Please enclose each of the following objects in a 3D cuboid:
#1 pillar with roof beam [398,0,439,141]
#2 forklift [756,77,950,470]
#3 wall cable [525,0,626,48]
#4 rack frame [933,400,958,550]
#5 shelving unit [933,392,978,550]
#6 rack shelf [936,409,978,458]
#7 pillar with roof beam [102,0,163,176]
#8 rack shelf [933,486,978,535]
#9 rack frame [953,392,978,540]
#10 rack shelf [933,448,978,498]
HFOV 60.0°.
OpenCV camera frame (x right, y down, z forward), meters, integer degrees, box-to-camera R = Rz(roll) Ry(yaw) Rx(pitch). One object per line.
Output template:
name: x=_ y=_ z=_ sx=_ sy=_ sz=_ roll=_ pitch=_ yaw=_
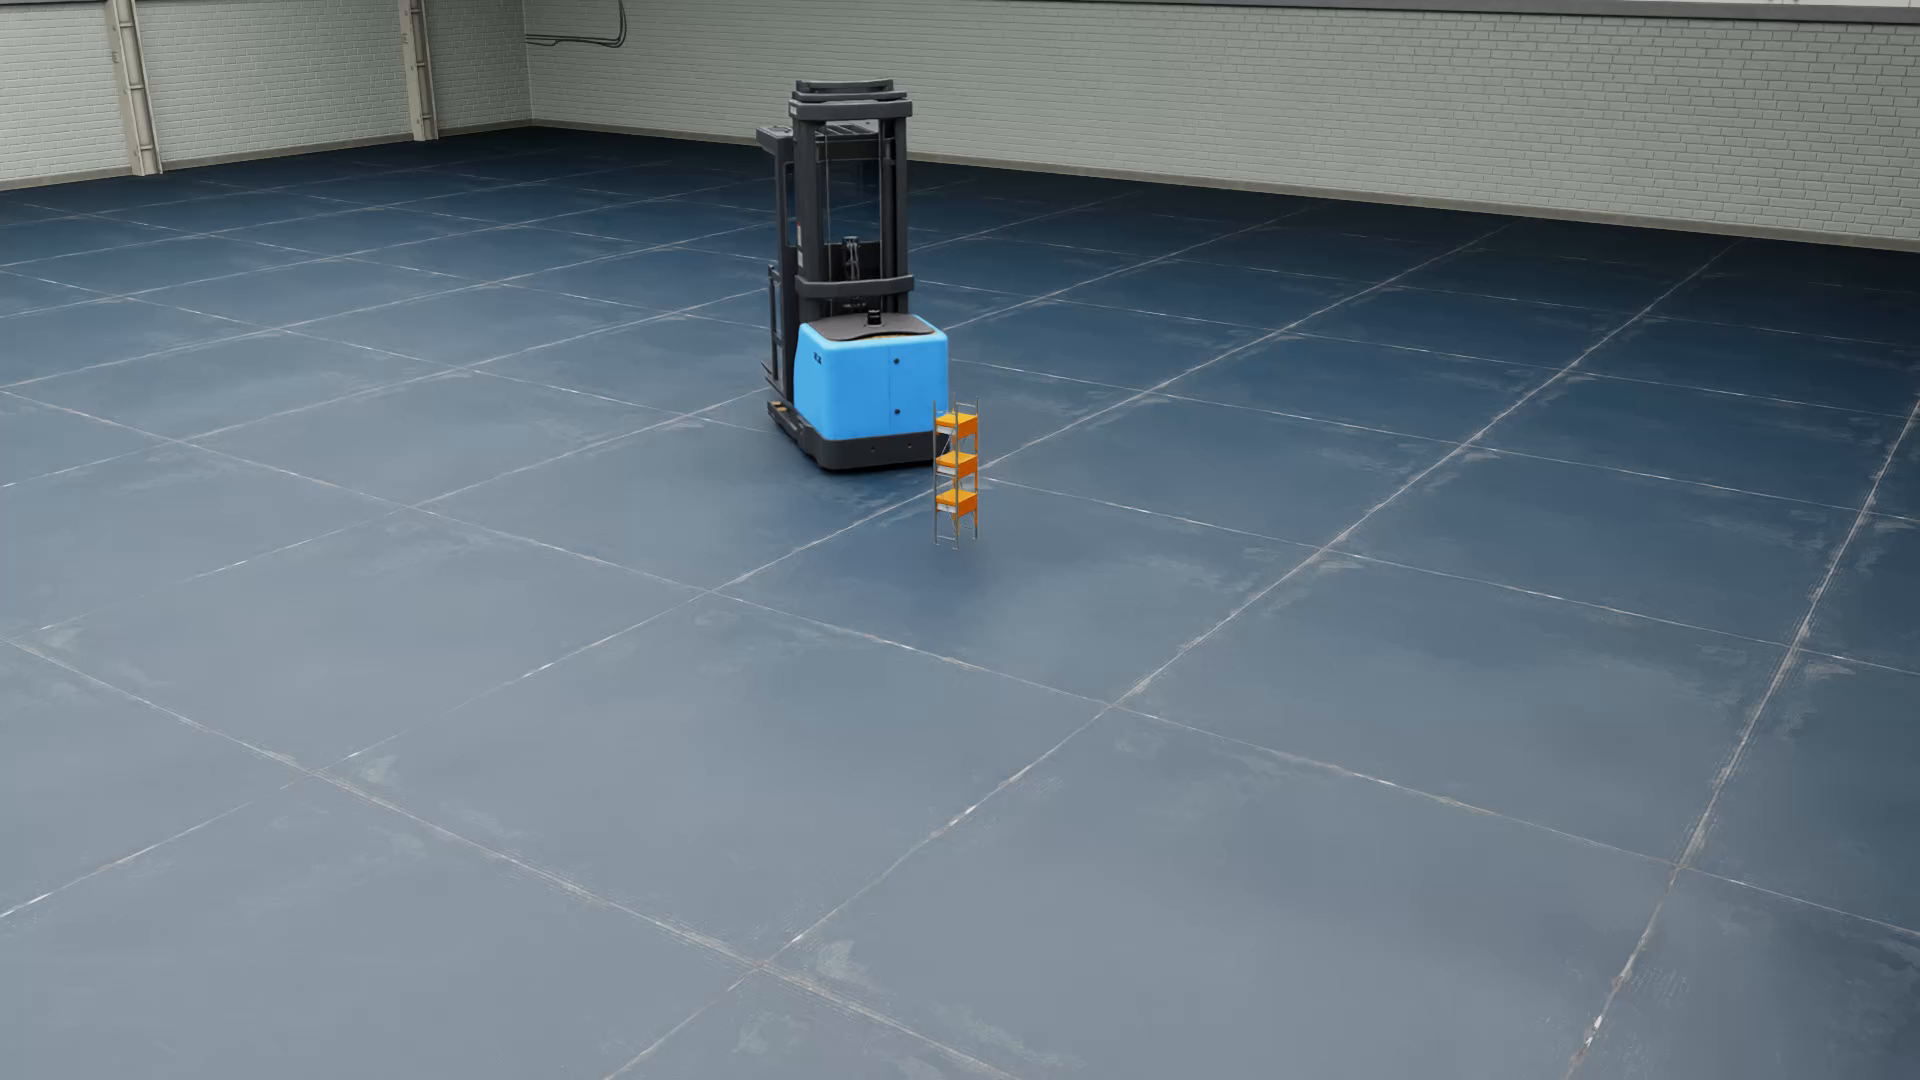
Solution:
pillar with roof beam: x=-7.271 y=-11.505 z=29.896 sx=9.100 sy=9.000 sz=0.400 roll=13 pitch=24 yaw=32
forklift: x=-1.052 y=-2.404 z=14.038 sx=1.130 sy=2.935 sz=3.031 roll=-7 pitch=21 yaw=-18
wall cable: x=-8.082 y=-11.475 z=34.292 sx=3.097 sy=2.526 sz=0.112 roll=13 pitch=24 yaw=32
rack frame: x=-0.099 y=-0.442 z=11.447 sx=0.200 sy=1.050 sz=0.008 roll=13 pitch=24 yaw=32
shelving unit: x=-0.030 y=-0.477 z=11.541 sx=0.215 sy=1.050 sz=0.252 roll=13 pitch=24 yaw=32
rack shelf: x=-0.030 y=-0.733 z=11.447 sx=0.215 sy=0.259 sz=0.240 roll=13 pitch=24 yaw=32
pillar with roof beam: x=-10.644 y=-9.783 z=25.242 sx=9.100 sy=9.000 sz=0.400 roll=13 pitch=24 yaw=32
rack shelf: x=-0.030 y=-0.206 z=11.641 sx=0.215 sy=0.259 sz=0.240 roll=13 pitch=24 yaw=32
rack frame: x=0.038 y=-0.512 z=11.636 sx=0.200 sy=1.050 sz=0.008 roll=13 pitch=24 yaw=32
rack shelf: x=-0.030 y=-0.467 z=11.545 sx=0.215 sy=0.259 sz=0.240 roll=13 pitch=24 yaw=32
